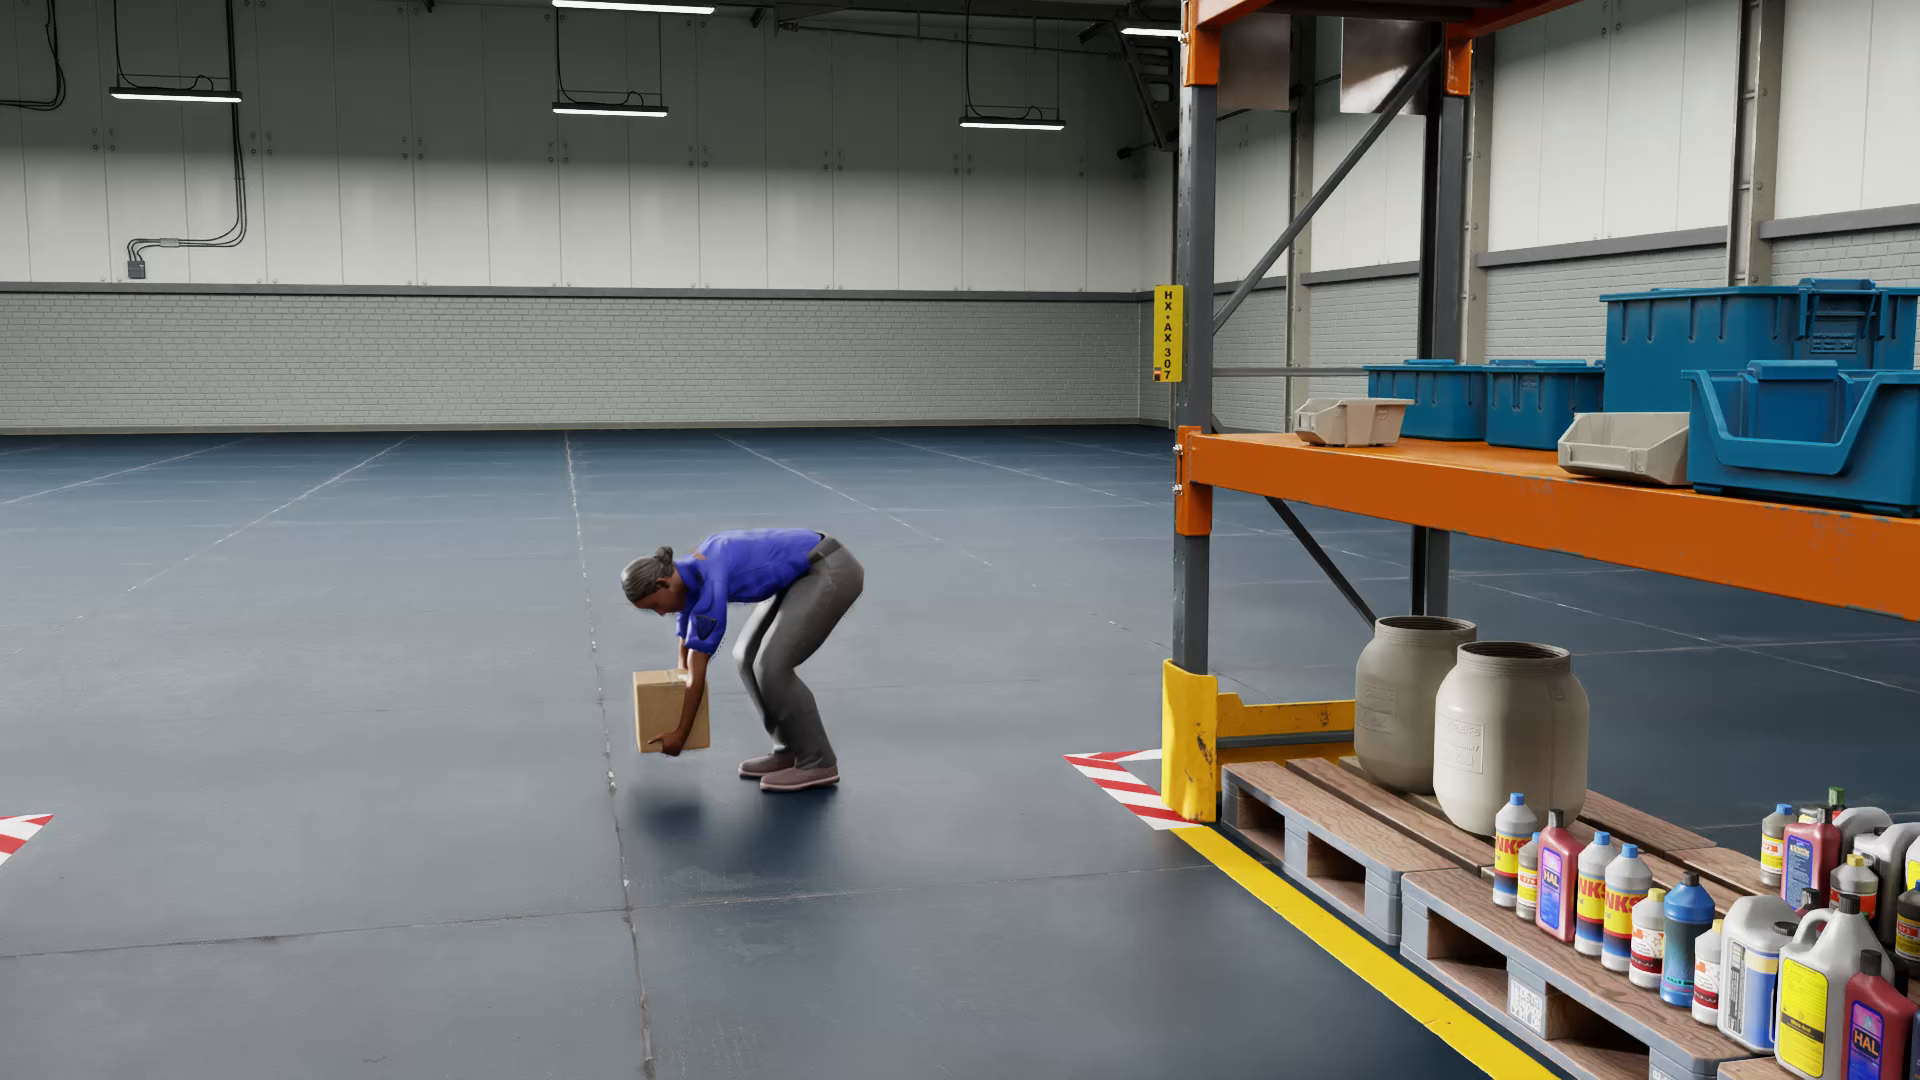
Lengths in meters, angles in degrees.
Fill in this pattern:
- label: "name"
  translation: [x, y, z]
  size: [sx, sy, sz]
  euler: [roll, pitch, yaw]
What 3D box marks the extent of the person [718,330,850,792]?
- label: "person"
  translation: [-0.652, 0.069, 6.064]
  size: [0.482, 1.657, 0.468]
  euler: [-2, 6, -14]
